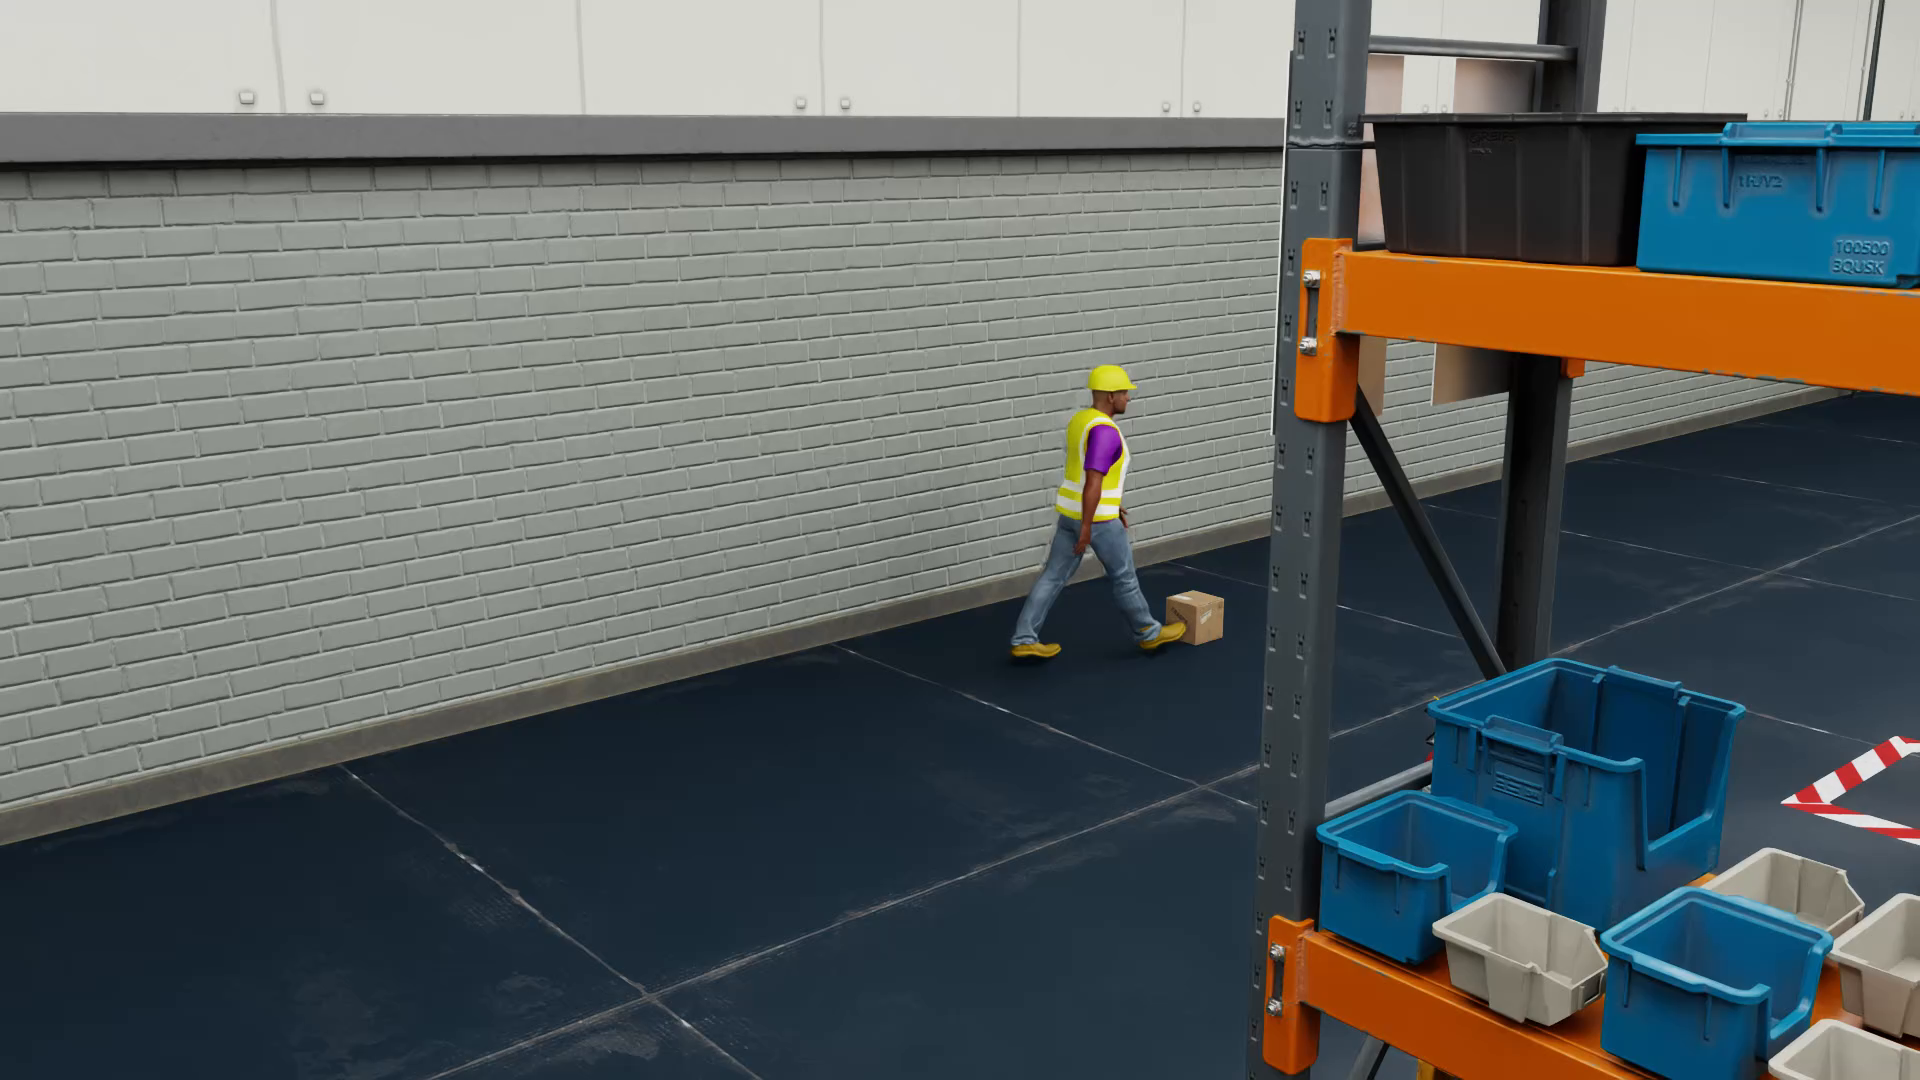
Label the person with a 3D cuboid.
[{"bbox_3d":[0.813,-0.166,9.600,1.084,1.693,0.568,-6,15,-24],"label":"person"}]
